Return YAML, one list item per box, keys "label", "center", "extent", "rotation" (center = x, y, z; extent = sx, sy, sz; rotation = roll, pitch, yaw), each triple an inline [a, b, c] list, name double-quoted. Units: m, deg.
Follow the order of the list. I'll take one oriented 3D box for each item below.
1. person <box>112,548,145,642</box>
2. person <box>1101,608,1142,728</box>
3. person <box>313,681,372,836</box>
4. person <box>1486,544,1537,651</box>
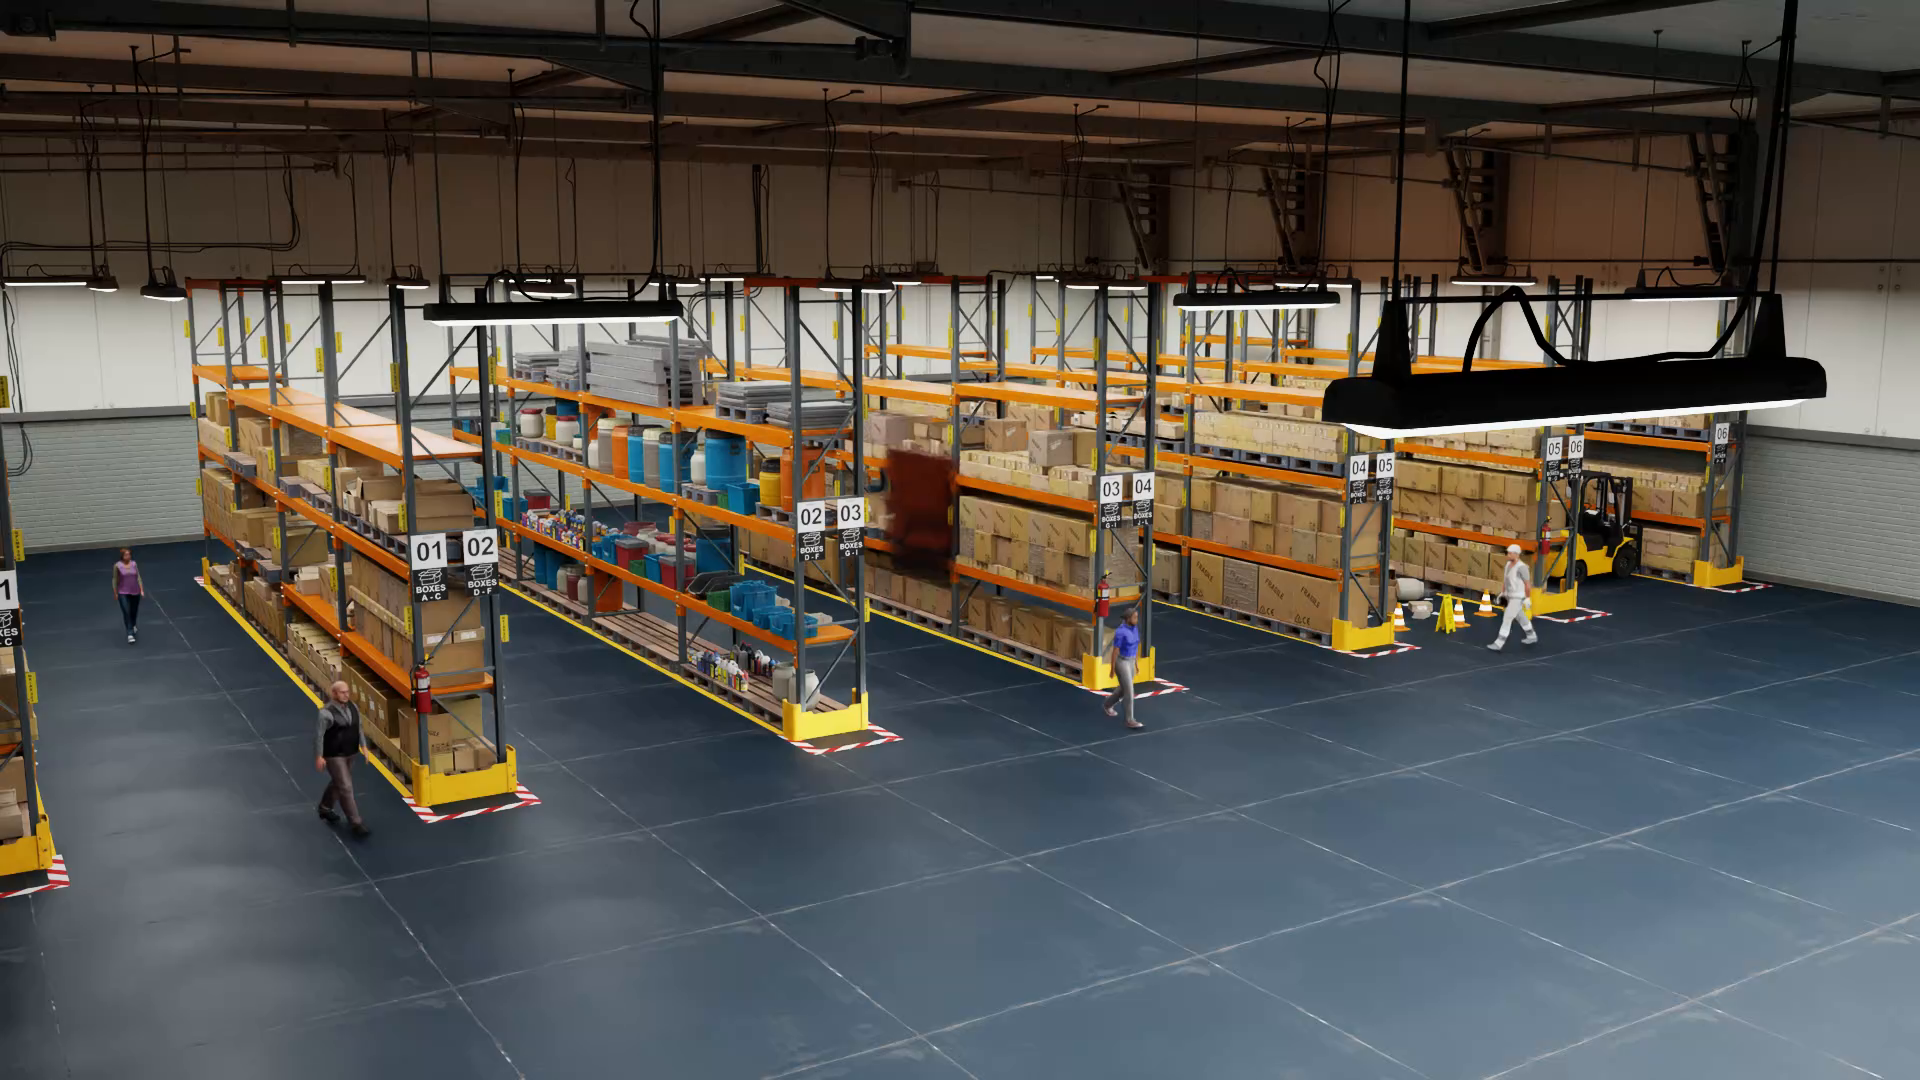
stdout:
- label: "person"
  center: [-13.977, 0.888, 27.943]
  extent: [0.451, 1.540, 0.972]
  rotation: [-7, 12, -34]
- label: "person"
  center: [2.244, 1.720, 22.906]
  extent: [0.815, 1.628, 0.470]
  rotation: [7, 12, 35]
- label: "person"
  center: [-6.878, 2.394, 18.586]
  extent: [0.987, 1.665, 0.558]
  rotation: [4, 10, 21]
- label: "person"
  center: [9.068, 0.930, 27.226]
  extent: [1.092, 1.737, 0.543]
  rotation: [-3, 10, -18]
